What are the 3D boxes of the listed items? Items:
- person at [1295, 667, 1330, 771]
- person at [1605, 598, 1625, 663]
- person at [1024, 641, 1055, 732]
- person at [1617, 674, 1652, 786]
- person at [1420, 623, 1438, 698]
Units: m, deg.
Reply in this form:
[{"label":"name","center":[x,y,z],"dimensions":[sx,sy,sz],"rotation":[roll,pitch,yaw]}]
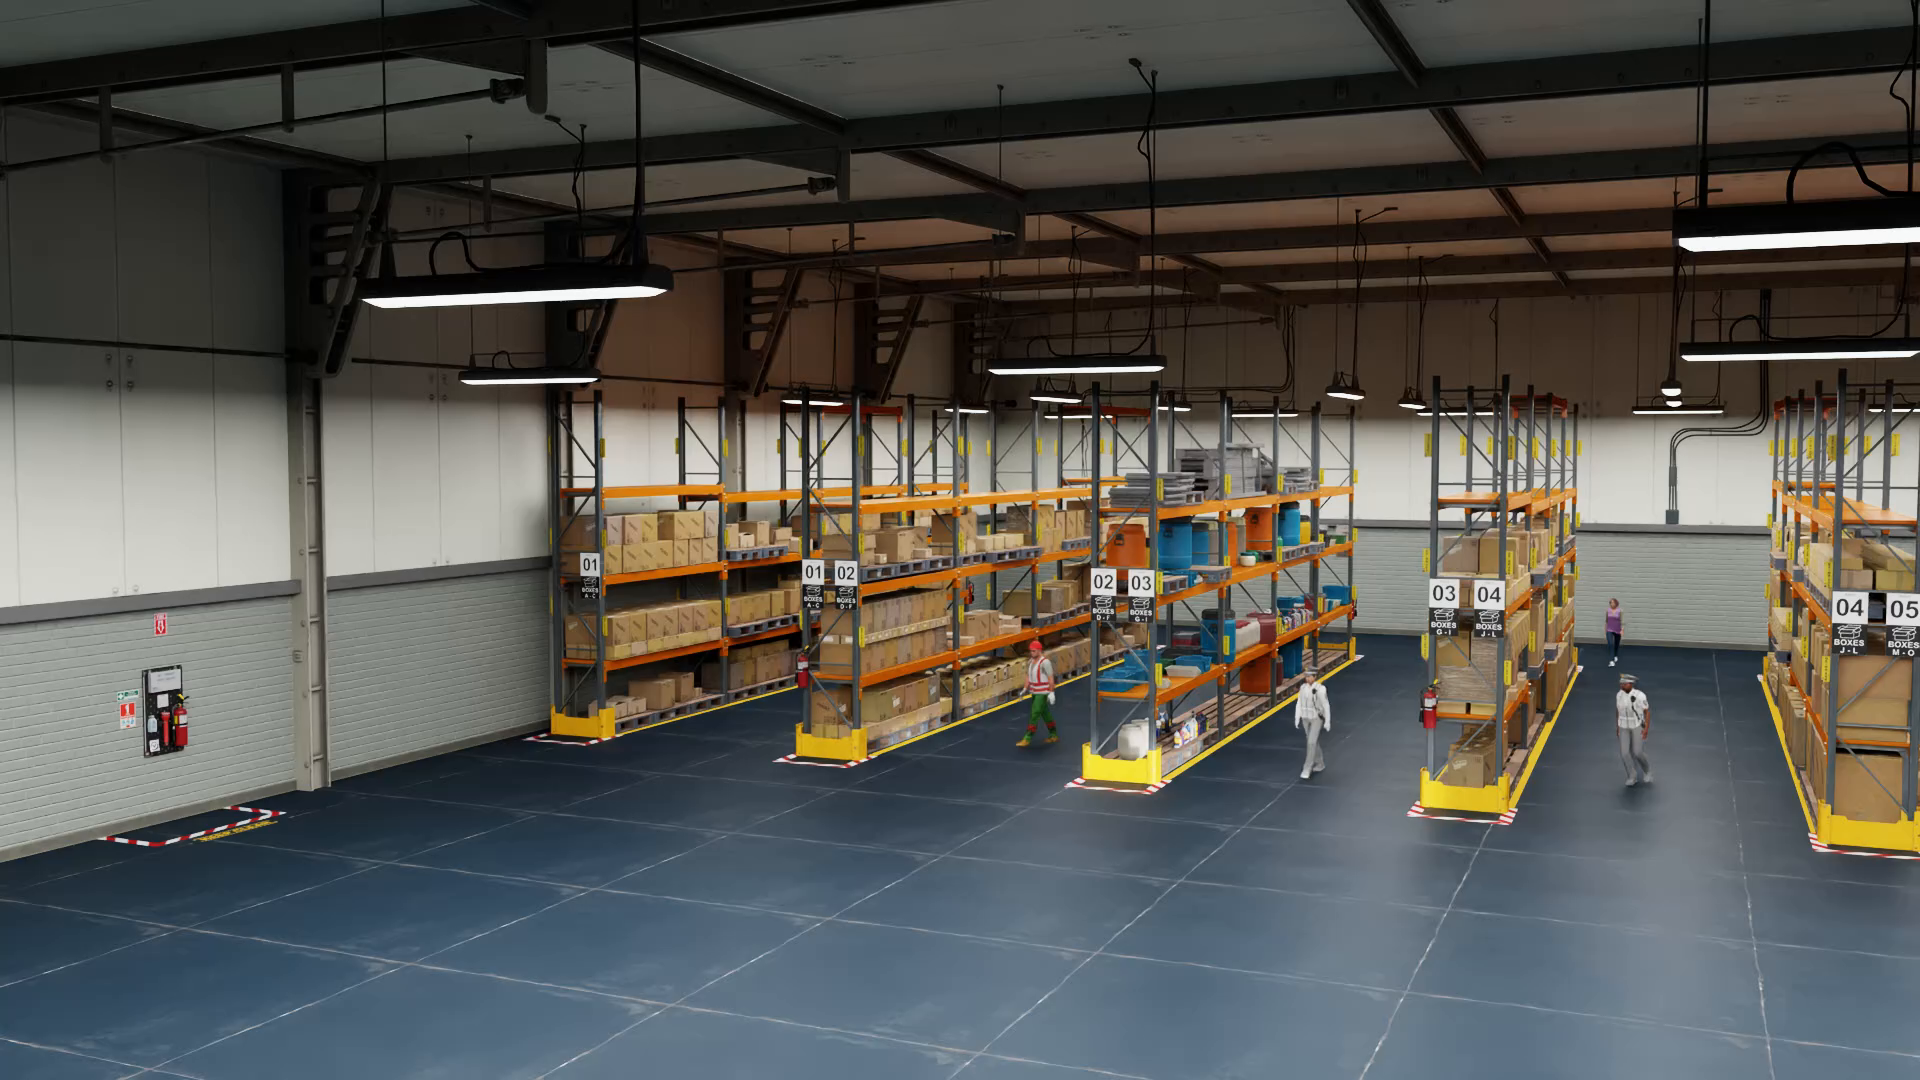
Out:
[{"label":"person","center":[5.403,2.718,25.467],"dimensions":[0.691,1.561,0.464],"rotation":[-3,4,-40]},{"label":"person","center":[15.092,2.072,38.340],"dimensions":[0.391,1.486,0.864],"rotation":[1,3,15]},{"label":"person","center":[-1.210,2.237,31.633],"dimensions":[1.521,1.502,9.601],"rotation":[-2,4,-29]},{"label":"person","center":[10.051,2.811,24.810],"dimensions":[0.506,1.658,0.522],"rotation":[-3,4,-43]},{"label":"person","center":[9.493,2.385,33.126],"dimensions":[0.628,1.582,0.674],"rotation":[2,4,32]}]
